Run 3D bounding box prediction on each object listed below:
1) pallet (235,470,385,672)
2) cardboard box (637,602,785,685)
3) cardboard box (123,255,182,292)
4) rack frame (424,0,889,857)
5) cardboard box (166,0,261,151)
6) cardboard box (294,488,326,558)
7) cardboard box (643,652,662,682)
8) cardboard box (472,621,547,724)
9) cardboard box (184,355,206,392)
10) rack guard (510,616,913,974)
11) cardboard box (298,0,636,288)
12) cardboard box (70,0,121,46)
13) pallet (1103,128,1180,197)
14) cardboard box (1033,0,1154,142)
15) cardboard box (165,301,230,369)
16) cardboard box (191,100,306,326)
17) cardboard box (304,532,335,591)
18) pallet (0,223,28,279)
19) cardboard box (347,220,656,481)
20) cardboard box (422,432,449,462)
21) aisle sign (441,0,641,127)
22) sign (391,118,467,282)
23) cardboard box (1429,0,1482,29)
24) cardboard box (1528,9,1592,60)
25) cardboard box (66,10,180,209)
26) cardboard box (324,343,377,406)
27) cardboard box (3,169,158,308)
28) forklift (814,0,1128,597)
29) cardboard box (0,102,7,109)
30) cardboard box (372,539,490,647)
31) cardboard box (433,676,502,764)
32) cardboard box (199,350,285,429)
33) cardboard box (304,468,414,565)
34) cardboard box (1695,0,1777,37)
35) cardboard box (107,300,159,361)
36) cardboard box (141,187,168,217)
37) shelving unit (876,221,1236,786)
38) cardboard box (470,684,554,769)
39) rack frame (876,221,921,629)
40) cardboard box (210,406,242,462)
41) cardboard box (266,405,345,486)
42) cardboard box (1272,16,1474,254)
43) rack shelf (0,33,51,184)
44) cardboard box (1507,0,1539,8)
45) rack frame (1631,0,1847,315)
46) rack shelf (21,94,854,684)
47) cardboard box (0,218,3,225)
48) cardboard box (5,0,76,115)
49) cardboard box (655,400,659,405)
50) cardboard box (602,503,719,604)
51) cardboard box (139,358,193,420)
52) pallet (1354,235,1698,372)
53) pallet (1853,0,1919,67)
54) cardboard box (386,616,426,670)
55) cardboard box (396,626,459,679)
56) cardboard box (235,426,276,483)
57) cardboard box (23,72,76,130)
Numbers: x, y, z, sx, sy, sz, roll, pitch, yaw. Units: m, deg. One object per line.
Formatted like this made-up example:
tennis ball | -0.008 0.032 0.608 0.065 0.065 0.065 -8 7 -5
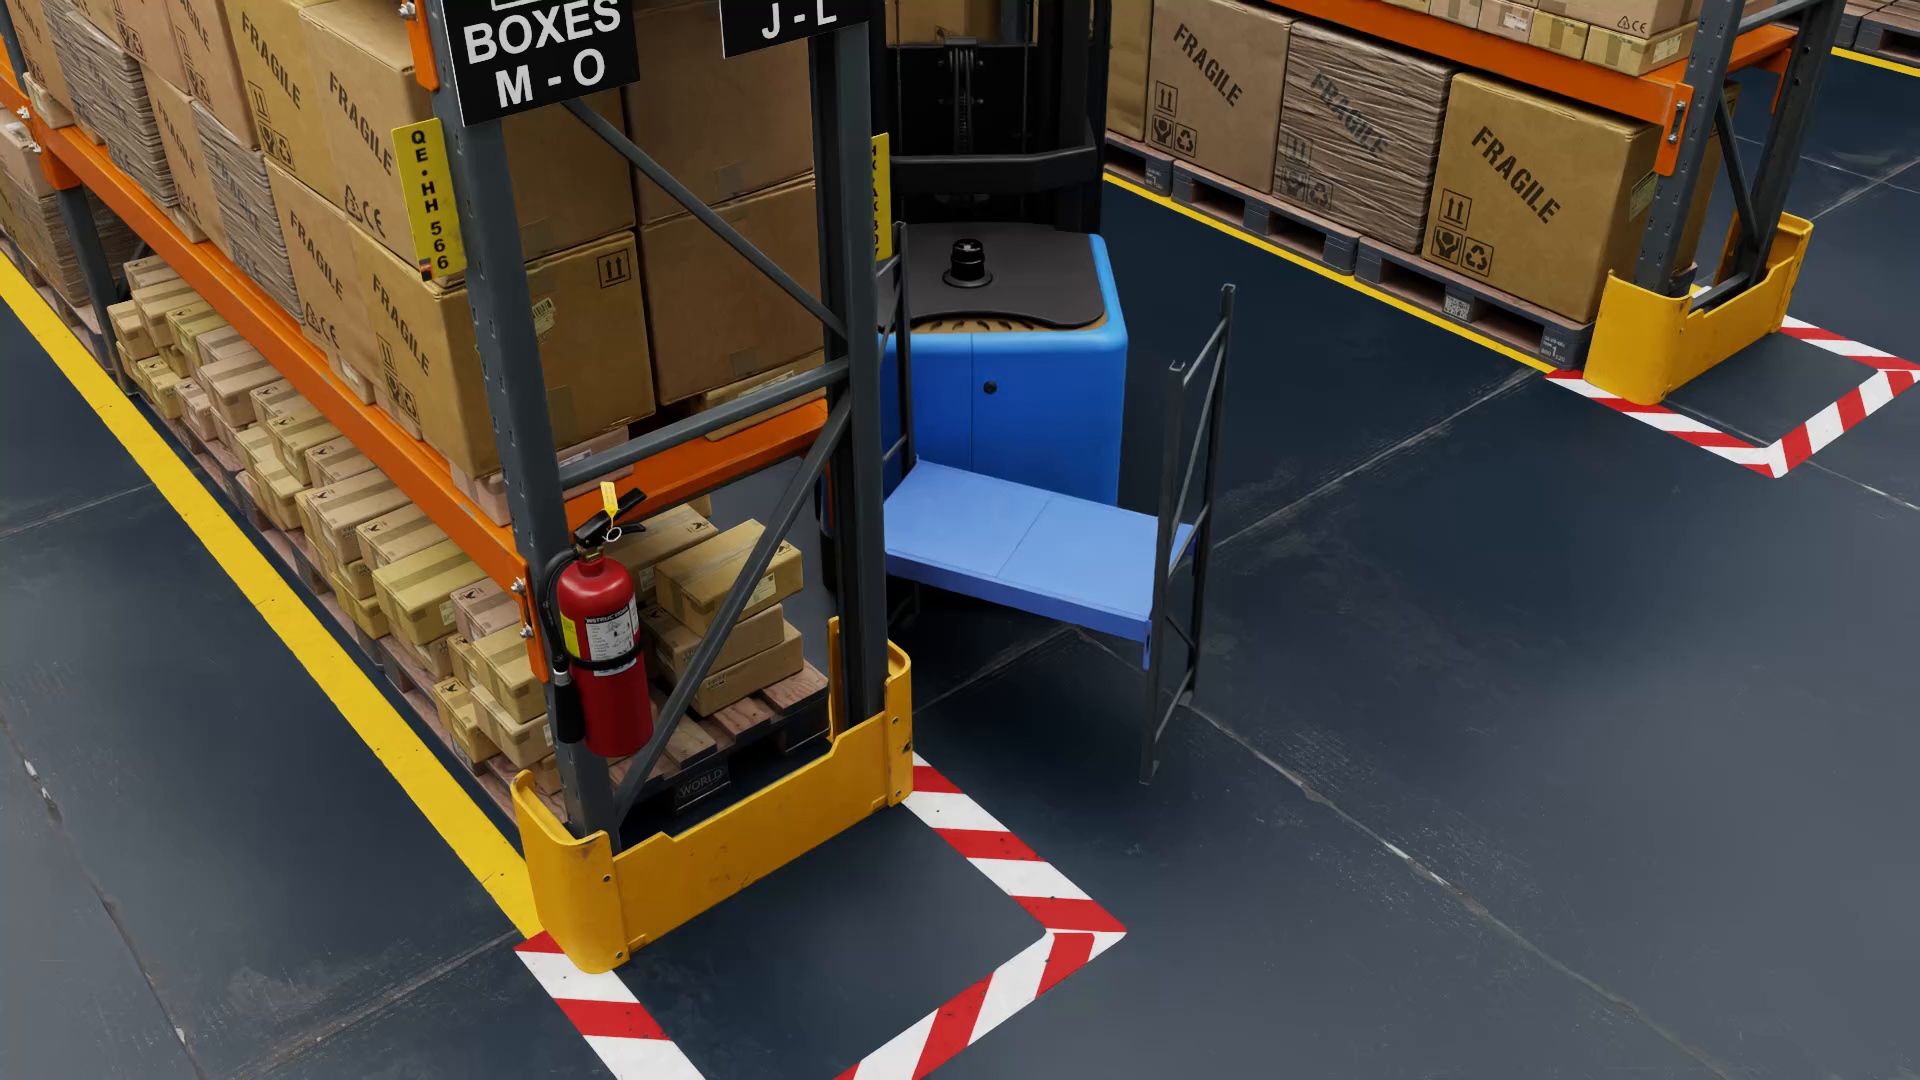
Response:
pallet | -1.955 -0.082 6.183 1.003 0.211 1.213 -26 43 -32
cardboard box | -0.768 0.268 5.123 0.380 0.149 0.250 -24 42 -30
cardboard box | -3.143 -1.063 6.745 0.380 0.149 0.250 -24 42 -30
rack frame | -0.626 -0.276 4.044 1.000 3.000 0.127 -26 43 -32
cardboard box | -1.781 -1.405 4.430 0.500 0.500 0.500 -24 42 -30
cardboard box | -2.017 -0.105 5.648 0.380 0.149 0.250 -24 42 -30
cardboard box | -0.951 0.280 5.362 0.380 0.149 0.250 -26 43 -32
cardboard box | -1.161 0.334 4.772 0.380 0.149 0.250 -25 43 -31
cardboard box | -2.801 -0.720 6.517 0.380 0.149 0.250 -26 43 -32
rack guard | -0.675 0.710 4.814 1.175 0.500 0.348 -26 43 -32
cardboard box | -1.111 -0.956 3.795 0.500 0.500 0.500 -27 43 -33
cardboard box | -2.455 -1.865 5.079 0.500 0.500 0.500 -25 42 -31
pallet | 1.078 -2.345 9.378 1.003 0.211 1.213 -26 43 -32
cardboard box | 1.012 -2.830 9.126 0.875 0.875 0.875 -26 43 -32
cardboard box | -2.810 -0.826 6.410 0.380 0.149 0.250 -27 43 -32
cardboard box | -1.776 -0.990 4.709 0.500 0.500 0.500 -26 43 -32
cardboard box | -2.016 0.015 5.736 0.380 0.149 0.250 -25 42 -31
pallet | -4.502 -1.786 8.590 1.003 0.211 1.213 -26 43 -32
cardboard box | -1.113 -0.541 4.074 0.500 0.500 0.500 -25 42 -31
cardboard box | -1.184 -0.336 4.346 0.380 0.149 0.250 -26 43 -32
aisle sign | -0.808 -1.193 3.090 0.394 0.787 0.004 -26 43 -32
sign | -1.063 -0.679 3.339 0.100 0.325 0.005 -26 43 -32
cardboard box | 2.255 -2.350 7.190 0.380 0.149 0.250 -25 42 -31
cardboard box | 2.578 -2.127 6.876 0.380 0.149 0.250 -26 43 -31
cardboard box | -2.458 -1.440 5.344 0.500 0.500 0.500 -27 43 -33
cardboard box | -1.540 -0.545 4.641 0.380 0.149 0.250 -25 42 -31
cardboard box | -3.877 -1.426 7.468 0.500 0.500 0.500 -27 43 -33
forklift | -0.014 -1.818 6.281 1.130 2.935 3.031 -1 35 -2
cardboard box | -4.203 -1.966 7.581 0.500 0.250 0.500 -24 42 -30
cardboard box | -1.544 0.135 5.053 0.380 0.149 0.250 -27 43 -33
cardboard box | -1.368 0.486 5.072 0.380 0.149 0.250 -25 42 -30
cardboard box | -2.522 -0.577 6.058 0.380 0.149 0.250 -25 42 -31
cardboard box | -1.878 -0.101 5.386 0.380 0.149 0.250 -24 42 -30
cardboard box | 3.251 -2.259 7.061 0.380 0.149 0.250 -25 43 -31
cardboard box | -3.218 -0.892 6.760 0.380 0.149 0.250 -24 42 -30
cardboard box | -2.555 -1.250 5.637 0.380 0.149 0.250 -25 42 -31
shelving unit | 0.199 -0.095 5.072 1.048 1.500 0.538 14 40 20
cardboard box | -1.185 0.468 4.840 0.380 0.149 0.250 -27 44 -33
rack frame | -0.265 -0.214 5.242 0.032 1.500 0.500 14 40 20
cardboard box | -2.644 -0.468 6.419 0.380 0.149 0.250 -27 43 -33
cardboard box | -2.154 -0.364 5.757 0.380 0.149 0.250 -26 43 -32
cardboard box | 2.167 -2.040 8.010 0.875 0.875 0.875 -26 43 -32
rack shelf | -4.498 -2.632 7.993 1.077 0.370 4.000 -26 43 -32
cardboard box | 2.386 -2.481 7.030 0.500 0.250 0.500 -27 43 -33
rack frame | 3.228 -2.081 6.594 1.000 3.000 0.127 -26 43 -32
rack shelf | -1.917 -0.866 5.499 1.077 0.370 4.000 -26 43 -32
cardboard box | -4.536 -1.881 8.110 0.500 0.500 0.500 -27 43 -33
cardboard box | -3.080 -1.892 5.982 0.500 0.500 0.500 -27 43 -33
cardboard box | -0.781 -0.536 4.629 0.380 0.149 0.250 -24 42 -30
cardboard box | -0.974 0.038 5.189 0.380 0.149 0.250 -25 42 -31
cardboard box | -3.046 -0.652 6.679 0.380 0.149 0.250 -25 42 -31
pallet | 2.652 -1.267 7.857 1.003 0.211 1.213 -26 43 -32
pallet | 6.509 -3.169 10.542 1.003 0.211 1.213 -26 43 -32
cardboard box | -1.642 0.233 5.429 0.380 0.149 0.250 -26 43 -31
cardboard box | -1.521 0.239 5.163 0.380 0.149 0.250 -28 44 -33
cardboard box | -2.355 -0.334 5.972 0.380 0.149 0.250 -26 43 -32
cardboard box | -3.275 -1.692 6.262 0.380 0.149 0.250 -24 42 -30
